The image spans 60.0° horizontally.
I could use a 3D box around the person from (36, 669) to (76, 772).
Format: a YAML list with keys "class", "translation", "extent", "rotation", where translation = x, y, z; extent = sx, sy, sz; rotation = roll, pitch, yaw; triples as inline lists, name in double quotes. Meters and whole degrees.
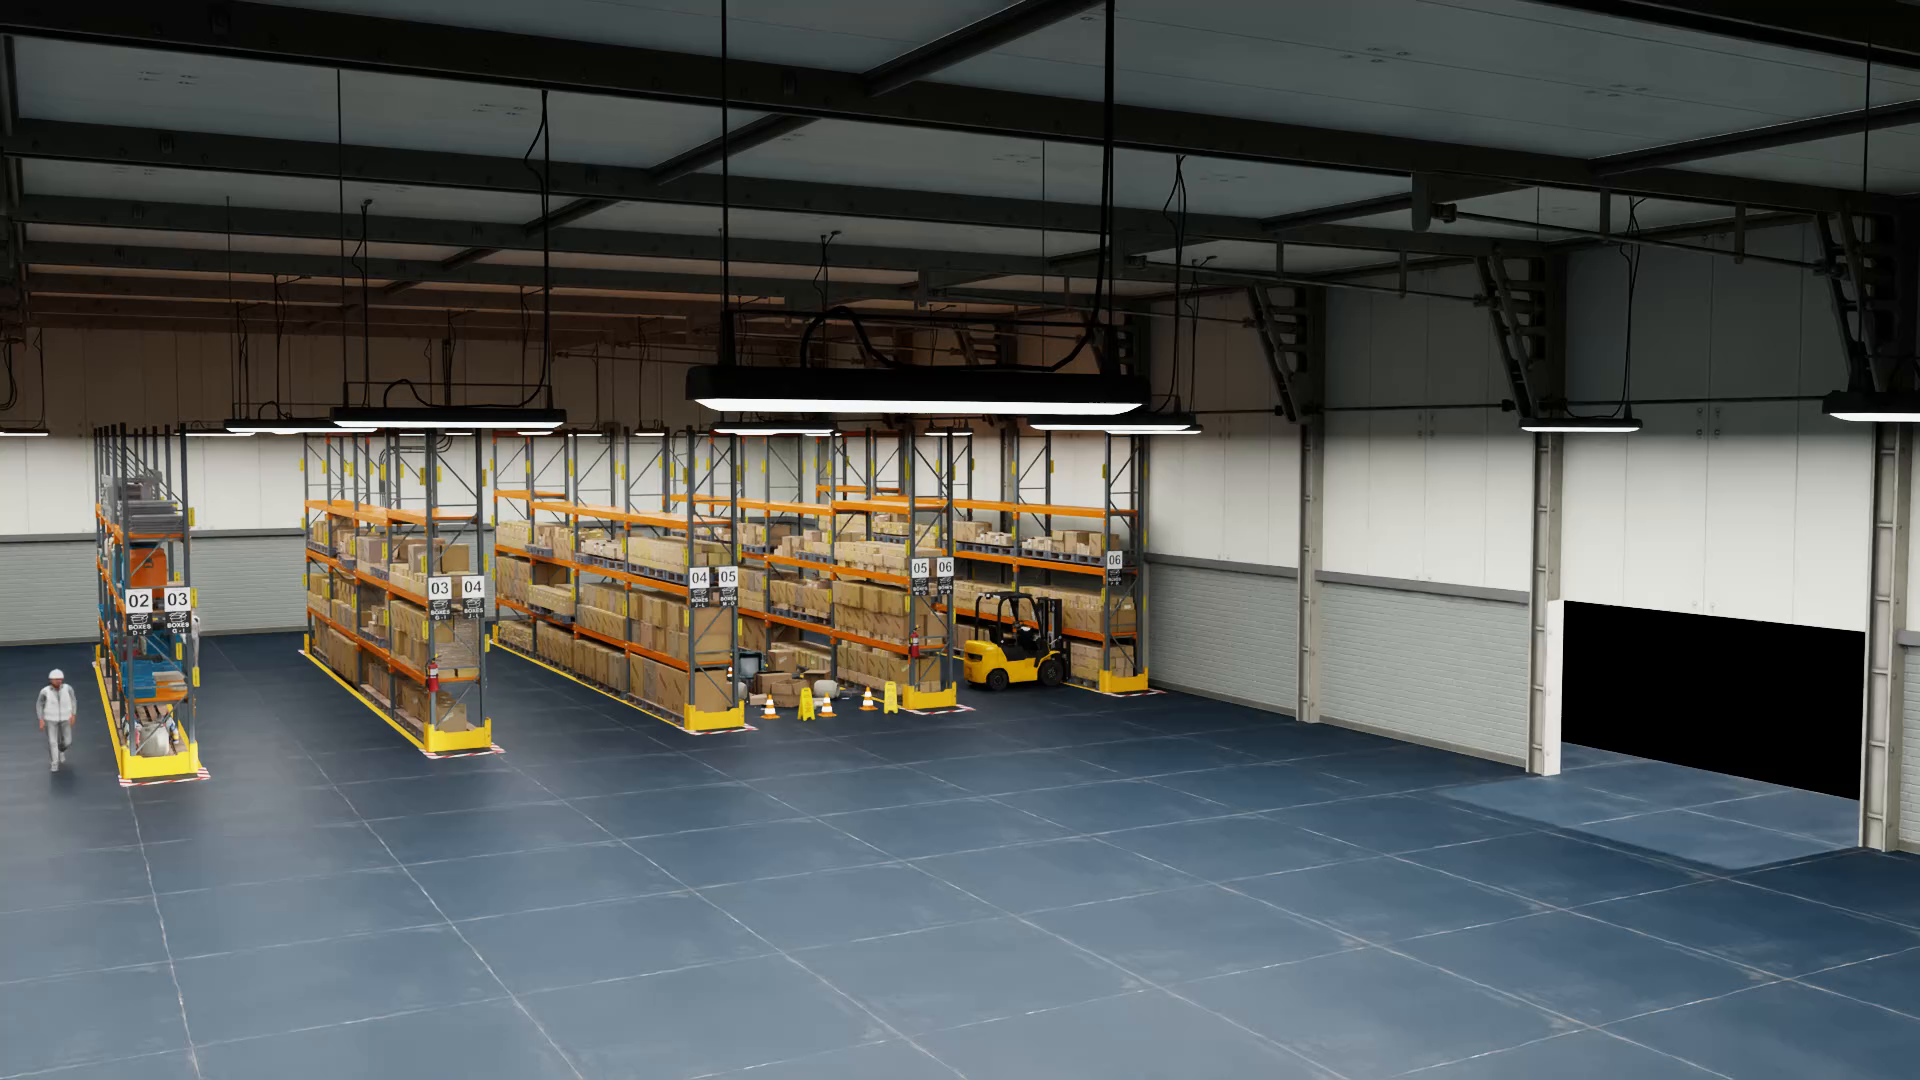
- class: "person"
  translation: [-15.689, 3.105, 28.874]
  extent: [0.624, 1.756, 0.602]
  rotation: [-3, 4, -38]

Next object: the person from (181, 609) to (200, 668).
- class: "person"
  translation: [-18.939, 2.407, 40.915]
  extent: [0.454, 1.613, 1.034]
  rotation: [-2, 4, -26]

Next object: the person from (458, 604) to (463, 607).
- class: "person"
  translation: [-14.348, 1.980, 48.370]
  extent: [0.452, 1.590, 1.006]
  rotation: [0, 3, -1]

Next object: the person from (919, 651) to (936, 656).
- class: "person"
  translation: [-0.789, 2.530, 40.035]
  extent: [0.577, 1.553, 0.731]
  rotation: [-2, 4, -27]
